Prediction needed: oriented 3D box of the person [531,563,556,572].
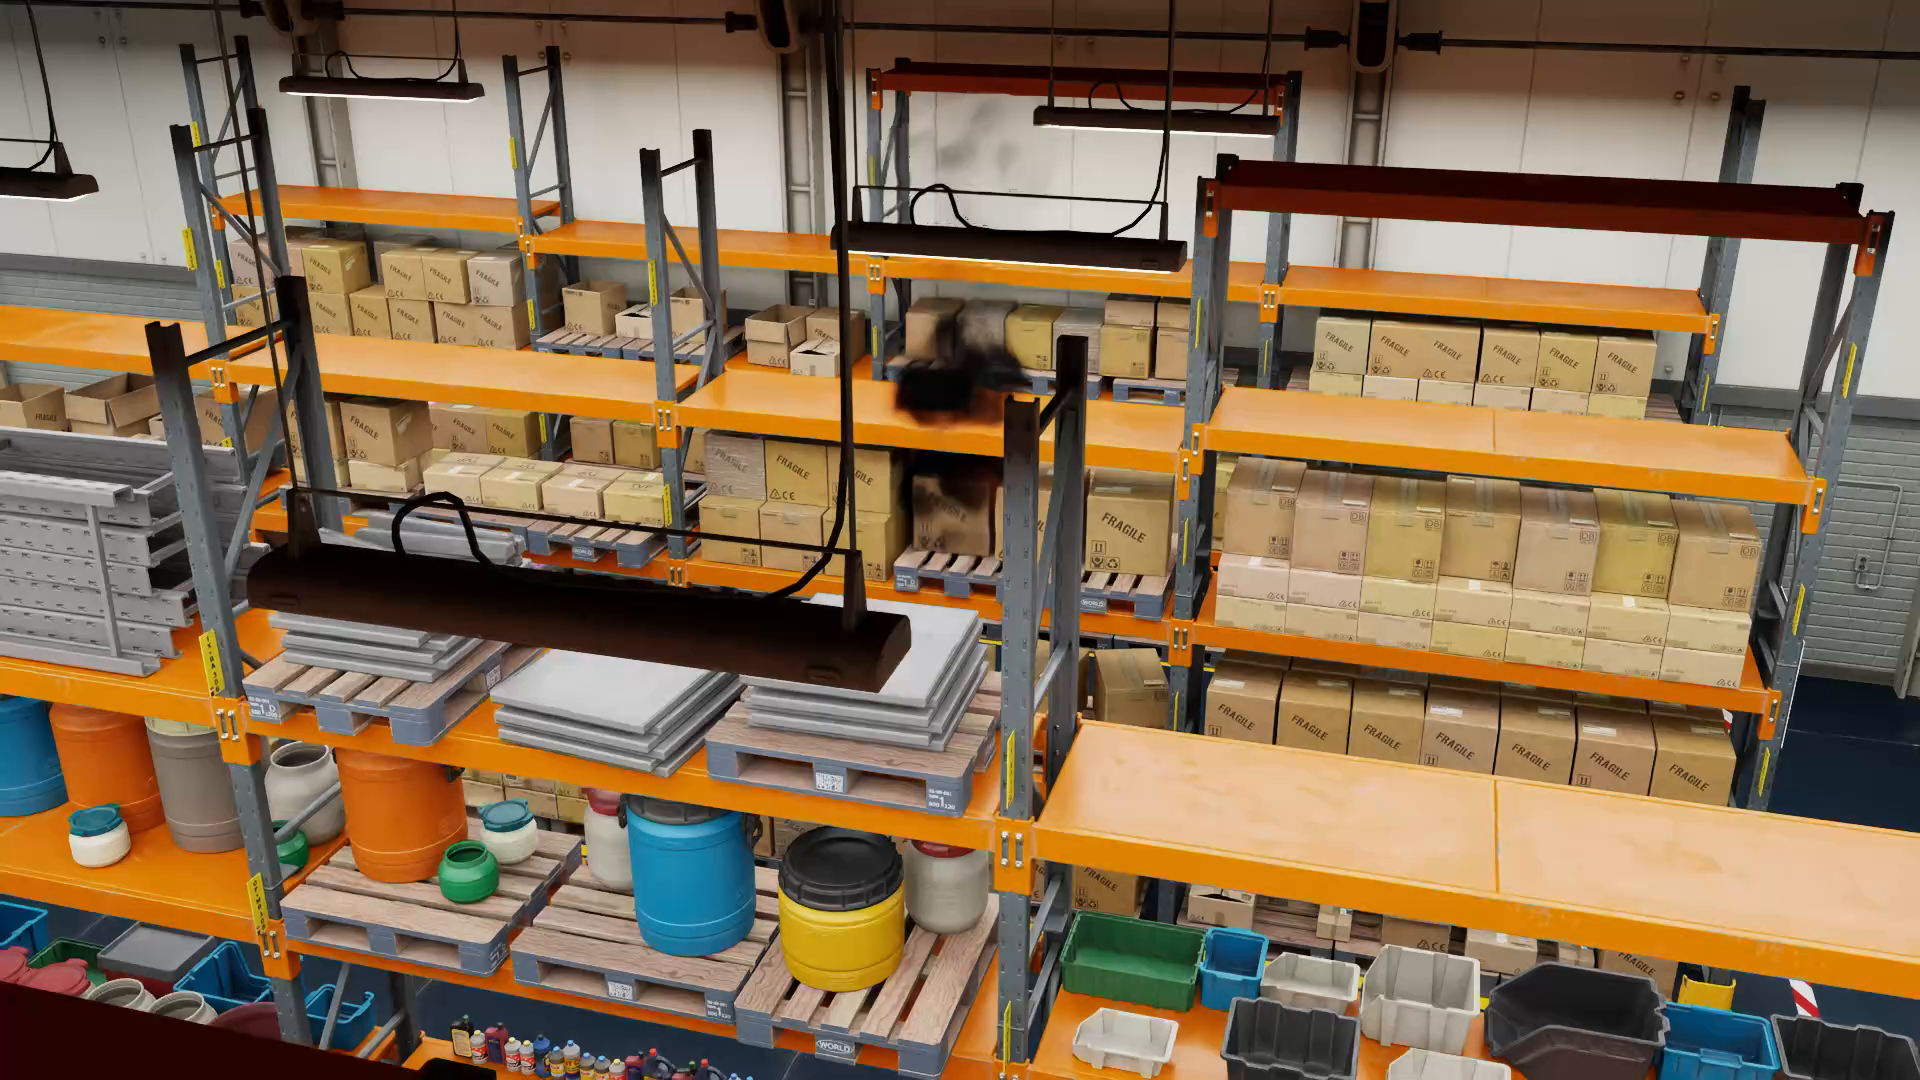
[{"bbox_3d":[-4.239,0.710,17.094,0.676,1.561,0.543,2,23,5],"label":"person"}]
